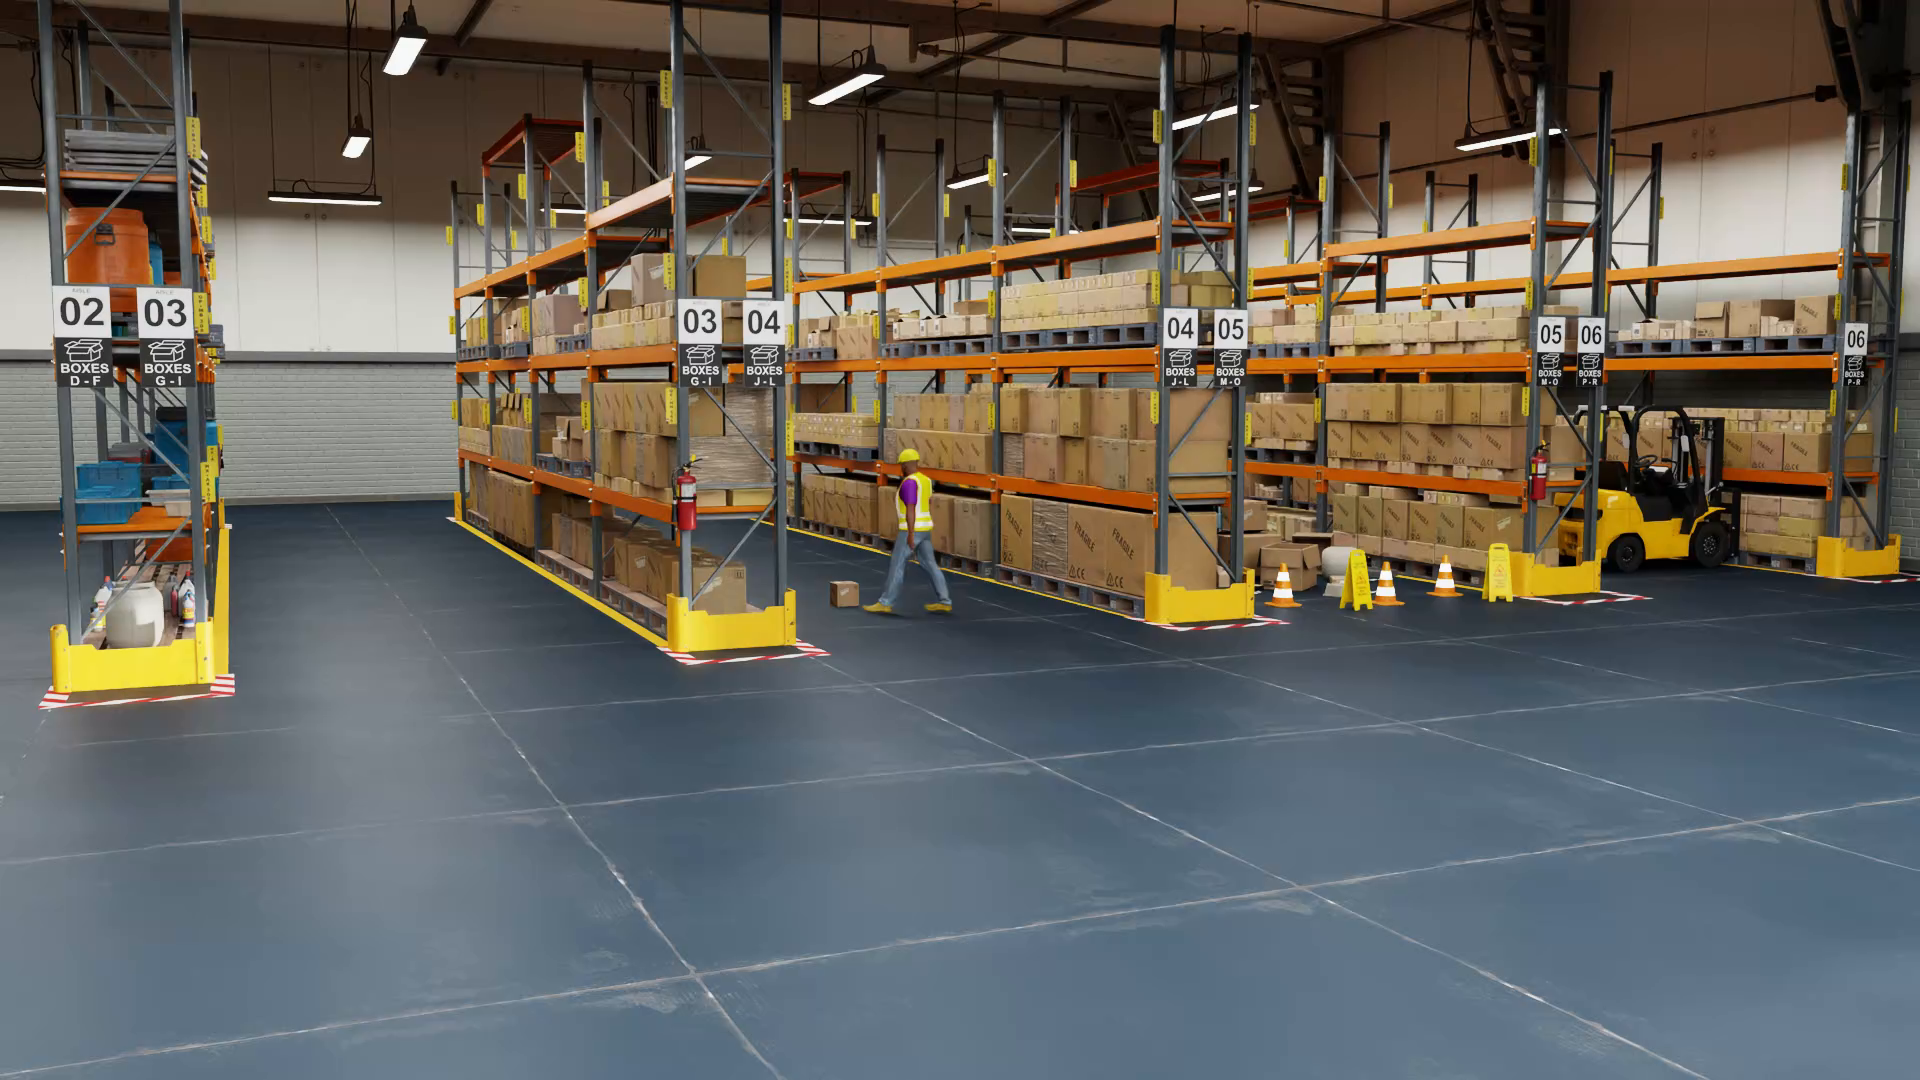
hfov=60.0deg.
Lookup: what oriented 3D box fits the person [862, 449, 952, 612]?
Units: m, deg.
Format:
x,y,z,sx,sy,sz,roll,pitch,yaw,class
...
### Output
x,y,z,sx,sy,sz,roll,pitch,yaw,class
-0.519,-0.102,17.664,0.881,1.725,0.649,2,6,22,person
